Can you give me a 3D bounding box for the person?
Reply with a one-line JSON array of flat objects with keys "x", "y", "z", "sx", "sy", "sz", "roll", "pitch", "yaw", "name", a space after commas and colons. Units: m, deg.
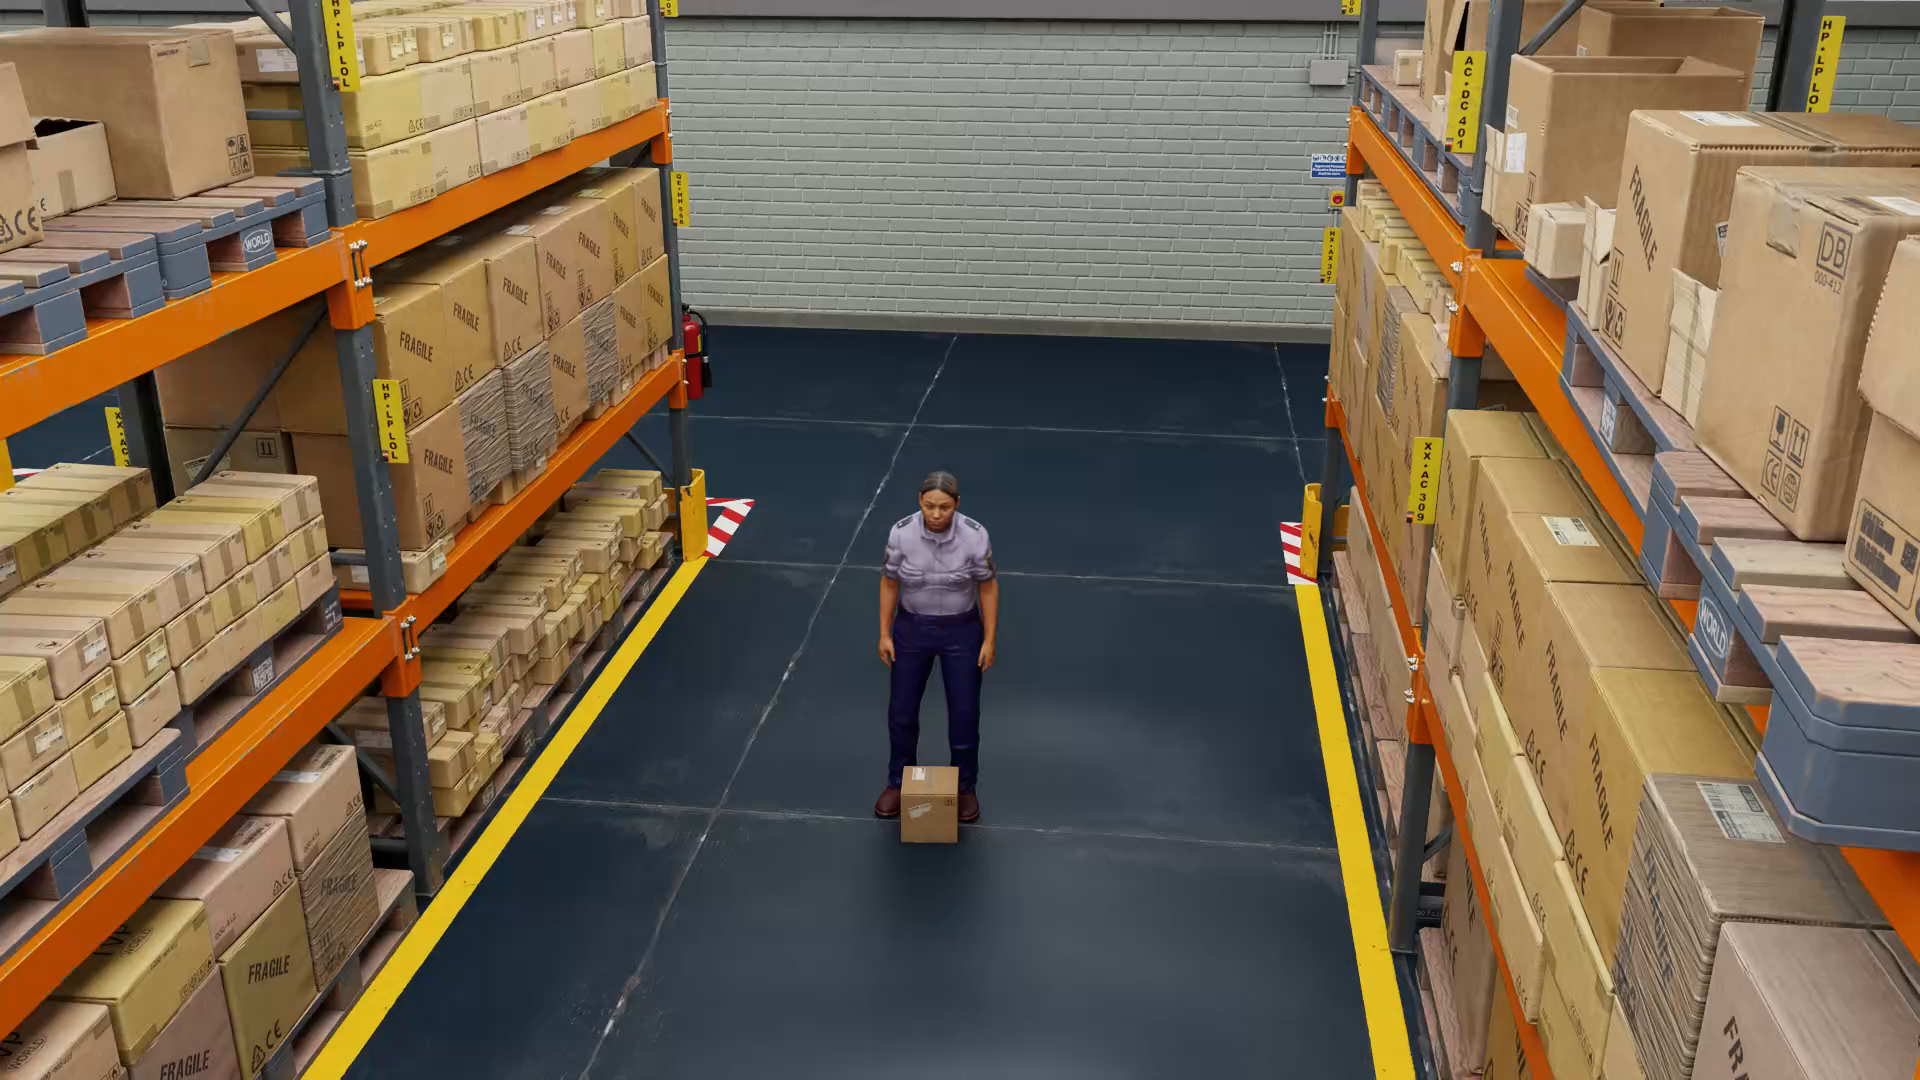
[{"x": -0.108, "y": 0.450, "z": 7.441, "sx": 0.552, "sy": 1.652, "sz": 0.367, "roll": 2, "pitch": 21, "yaw": 5, "name": "person"}]
